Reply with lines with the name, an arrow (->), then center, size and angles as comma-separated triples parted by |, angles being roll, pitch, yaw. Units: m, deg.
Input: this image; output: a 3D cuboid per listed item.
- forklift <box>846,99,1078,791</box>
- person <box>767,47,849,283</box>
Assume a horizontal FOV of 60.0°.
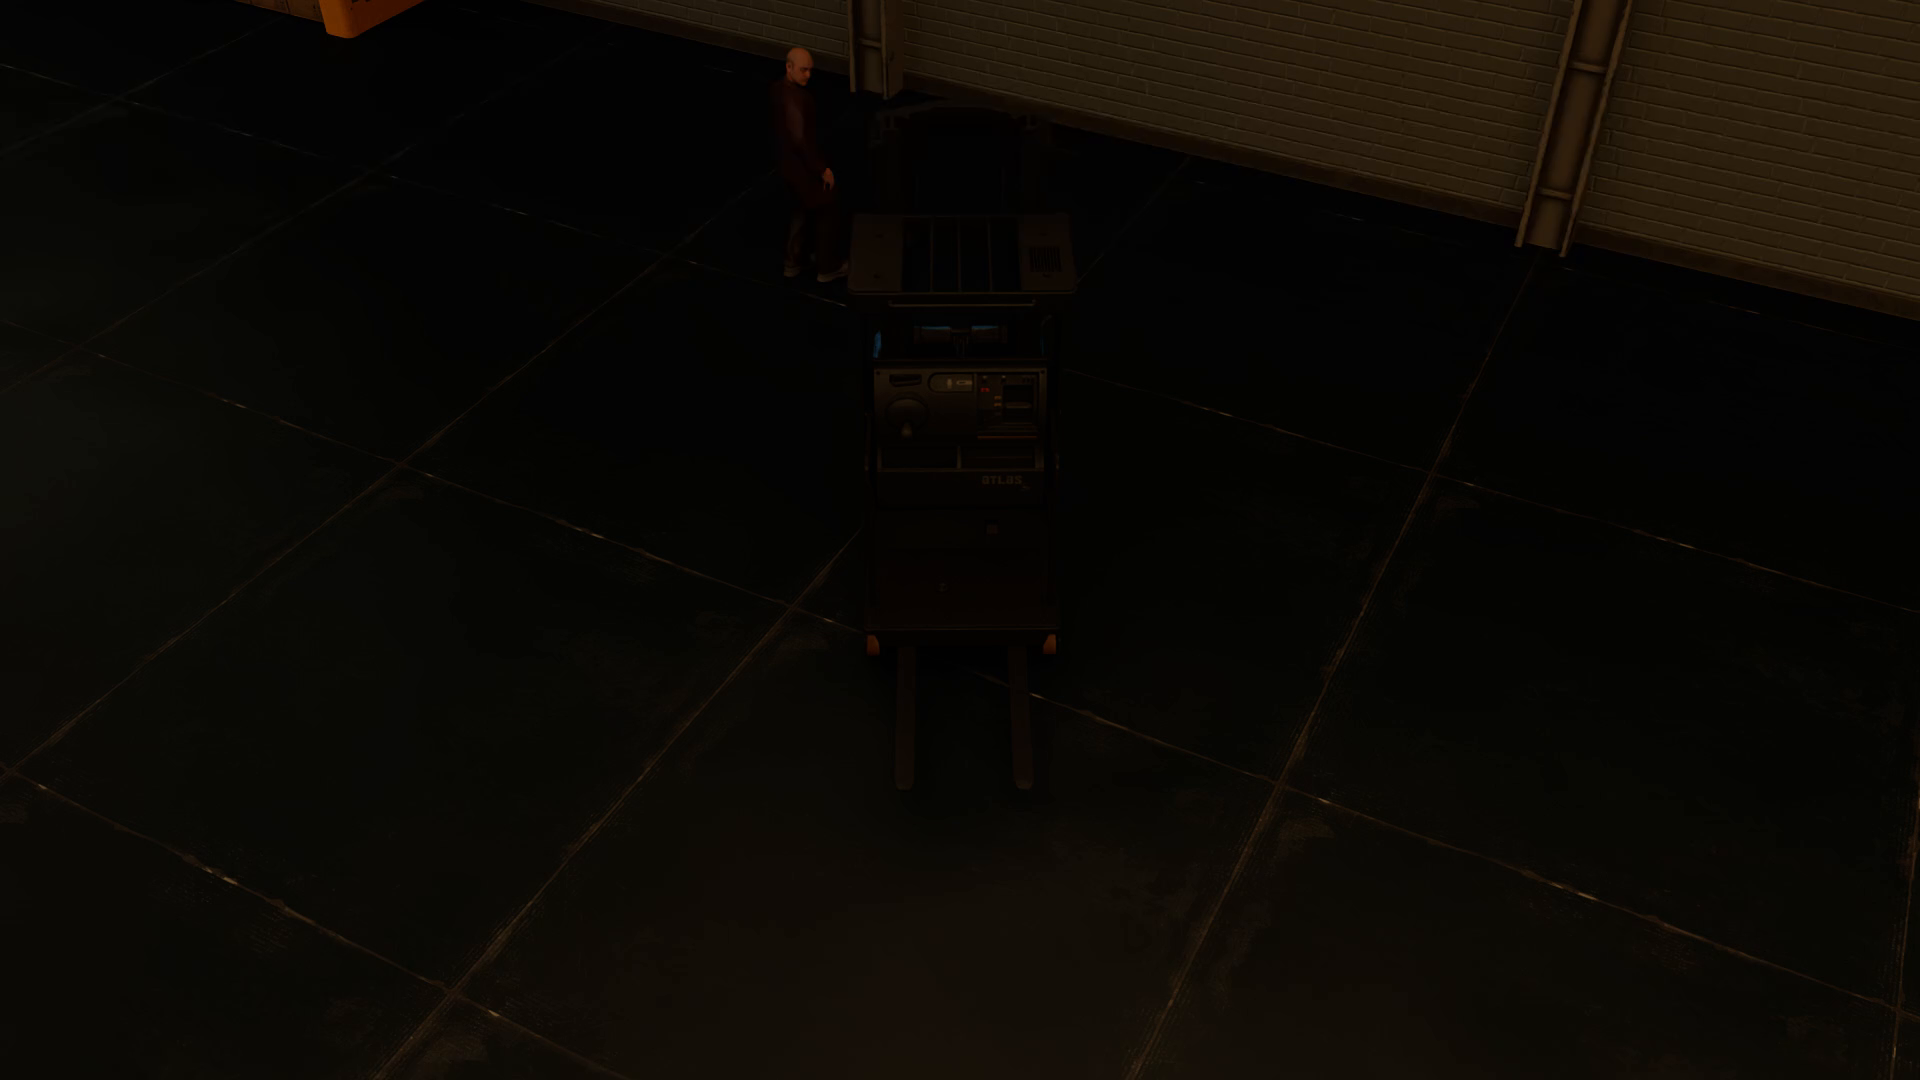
forklift -> 0.007, -0.663, 8.774 | 1.130, 2.935, 3.031 | 0, 40, 0
person -> -1.087, -2.750, 12.169 | 0.556, 1.755, 0.799 | -20, 44, -22
